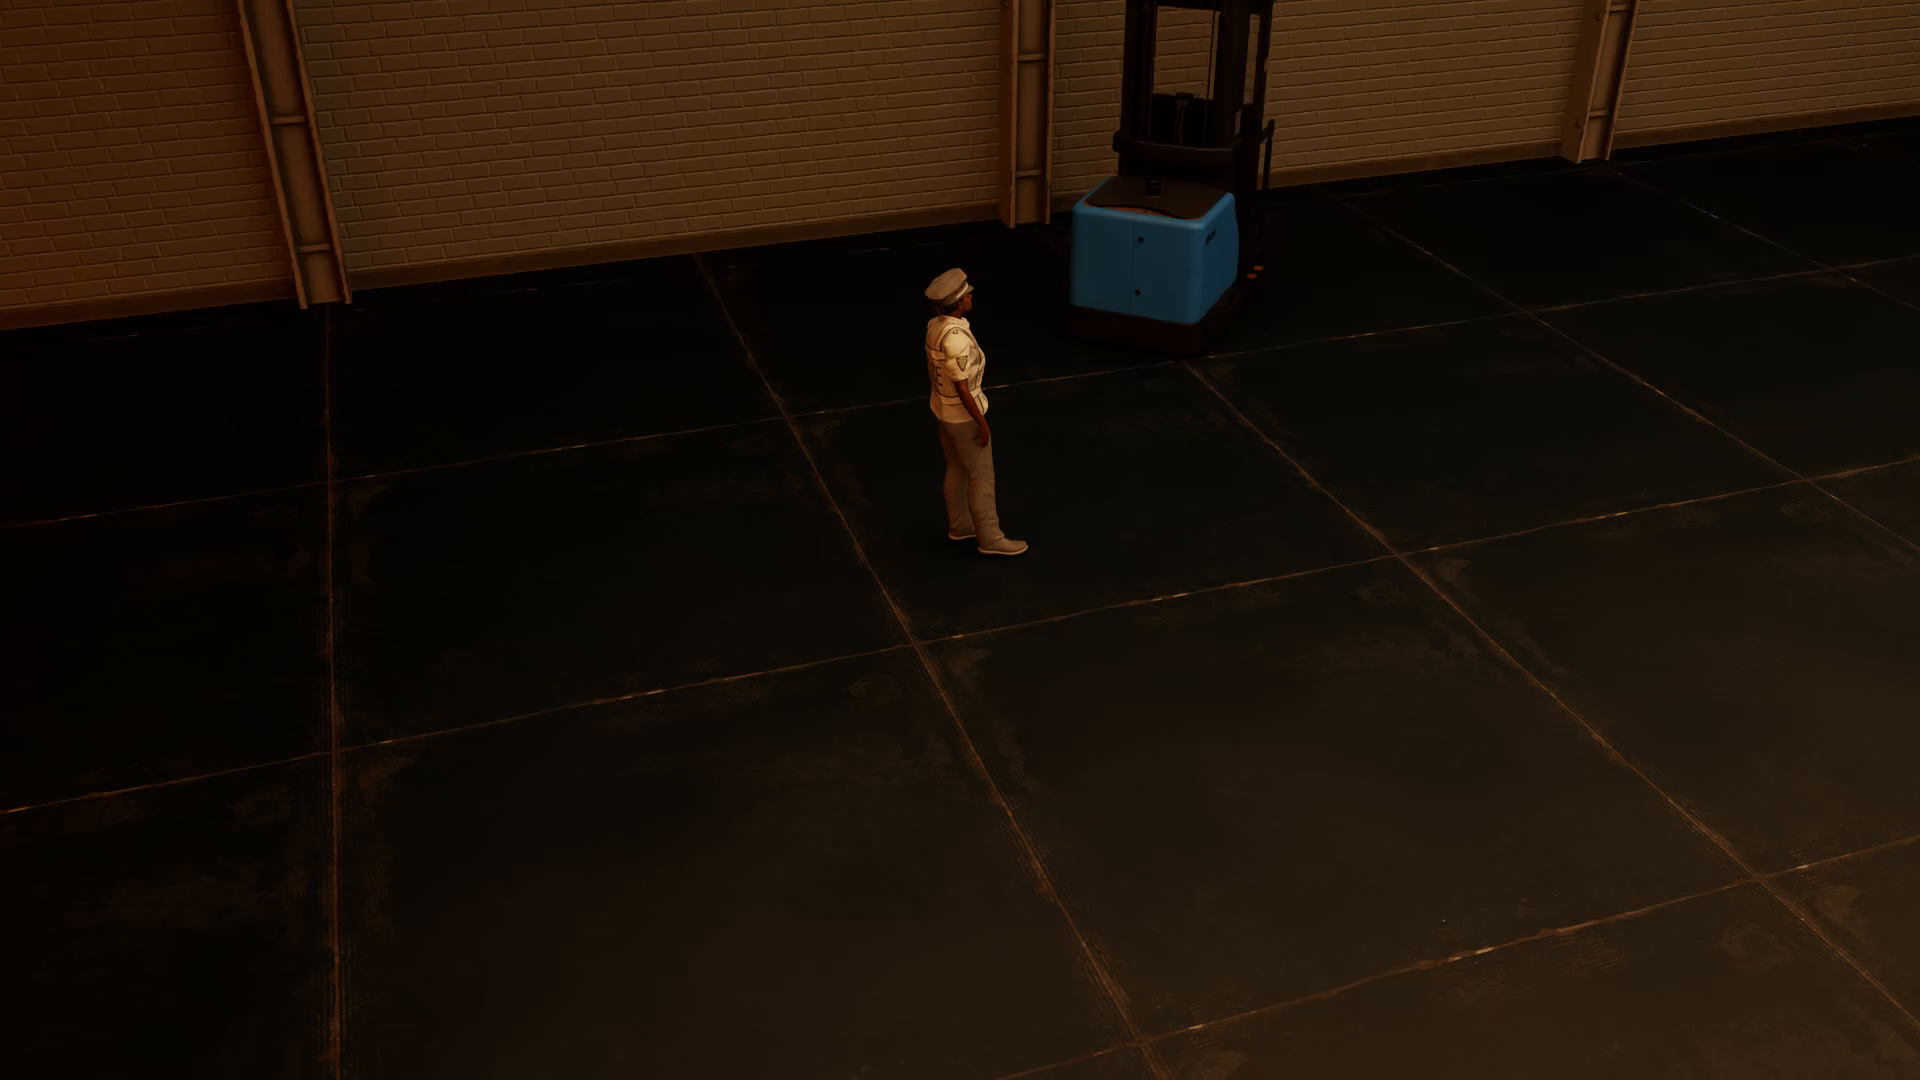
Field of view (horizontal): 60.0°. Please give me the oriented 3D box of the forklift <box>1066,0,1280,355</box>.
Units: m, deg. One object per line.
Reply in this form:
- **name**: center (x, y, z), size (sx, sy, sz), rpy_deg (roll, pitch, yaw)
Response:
- **forklift**: center (1.874, -3.348, 12.906), size (1.130, 2.935, 3.031), rpy_deg (13, 32, 21)

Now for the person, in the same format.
- **person**: center (0.077, -0.744, 9.604), size (0.528, 1.697, 0.570), rpy_deg (-10, 31, -16)
